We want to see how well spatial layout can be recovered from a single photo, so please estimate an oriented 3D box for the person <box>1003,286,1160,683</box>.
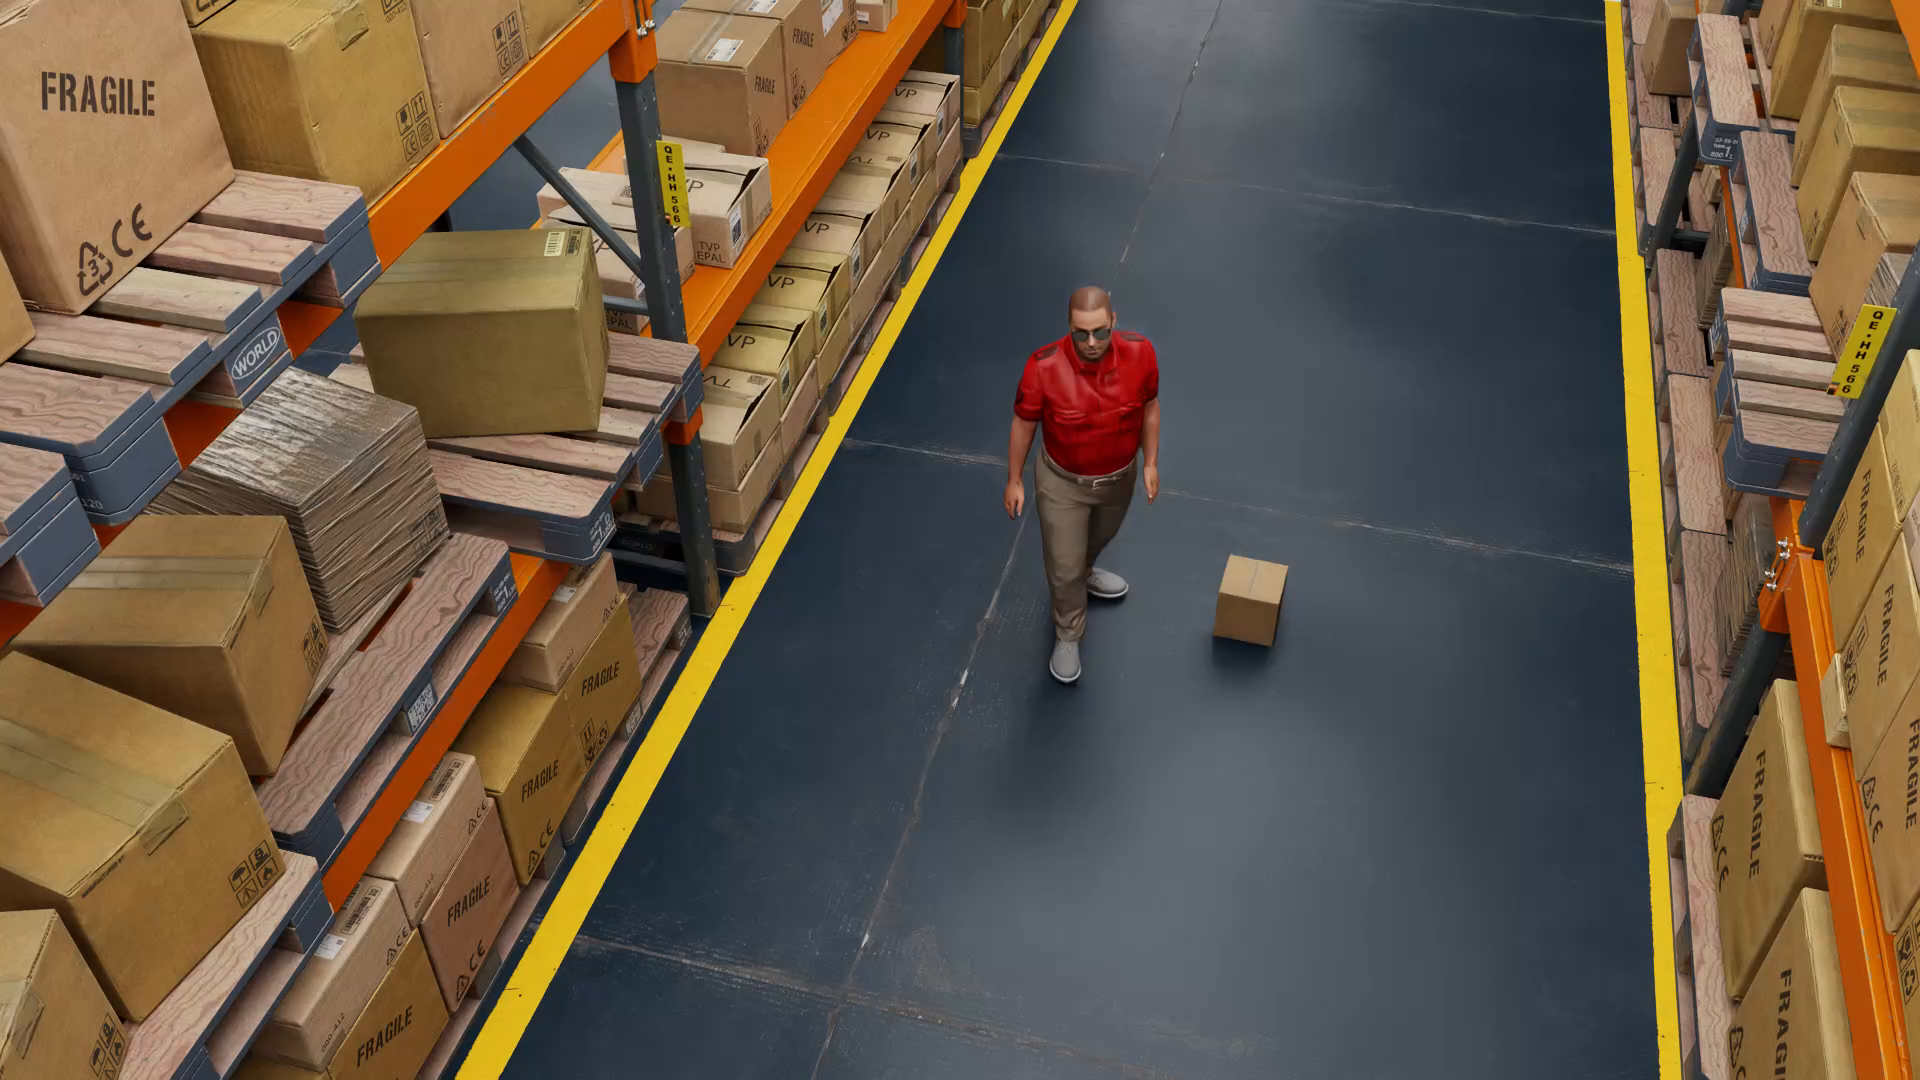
[{"bbox_3d":[0.473,-0.270,6.488,0.622,1.716,0.611,-13,42,-14],"label":"person"}]
